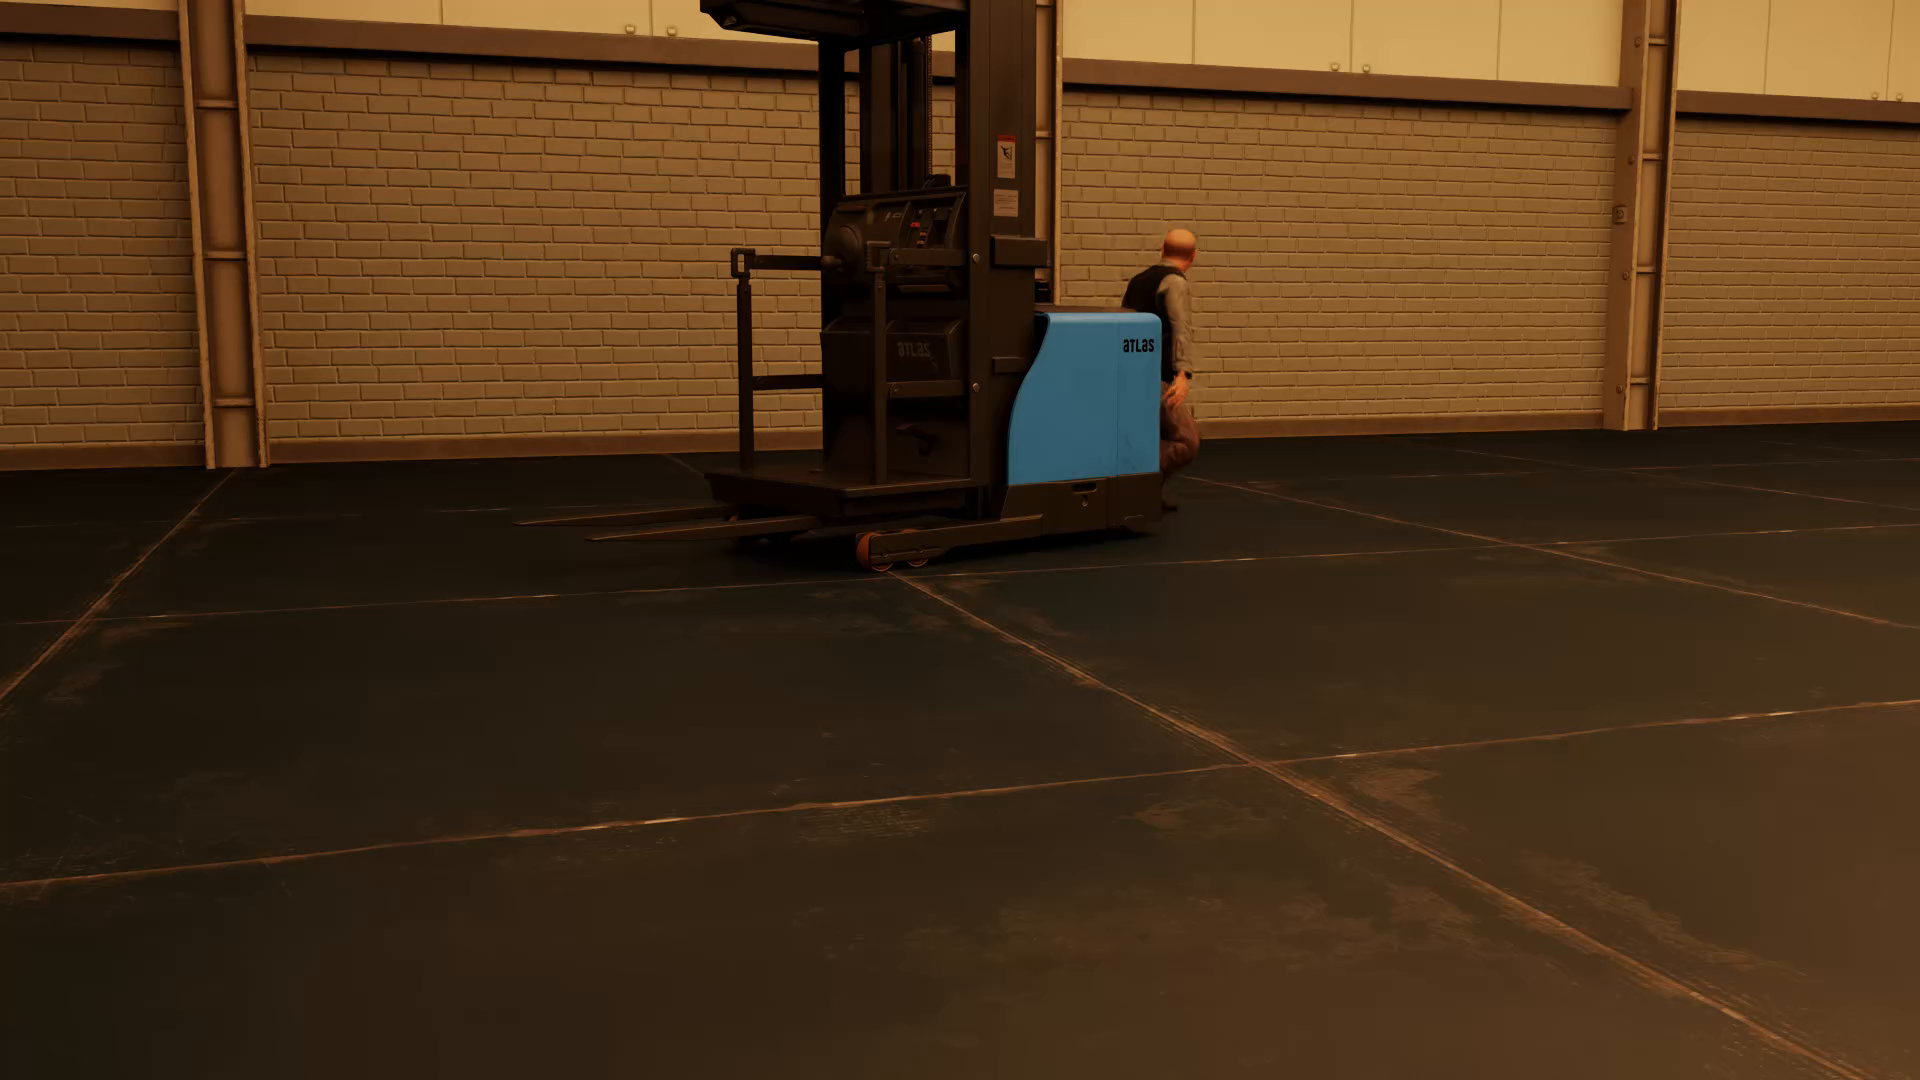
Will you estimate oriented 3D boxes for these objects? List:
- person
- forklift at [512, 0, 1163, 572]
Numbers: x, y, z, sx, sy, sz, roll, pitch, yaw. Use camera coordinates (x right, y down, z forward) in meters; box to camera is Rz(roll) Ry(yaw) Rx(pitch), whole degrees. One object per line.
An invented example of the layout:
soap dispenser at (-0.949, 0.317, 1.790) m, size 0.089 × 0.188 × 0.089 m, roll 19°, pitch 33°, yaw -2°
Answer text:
person at (1.003, -0.871, 8.798) m, size 0.584 × 1.540 × 0.883 m, roll 0°, pitch 8°, yaw -3°
forklift at (-0.461, -1.399, 7.333) m, size 3.031 × 2.935 × 1.130 m, roll -7°, pitch 10°, yaw -40°
